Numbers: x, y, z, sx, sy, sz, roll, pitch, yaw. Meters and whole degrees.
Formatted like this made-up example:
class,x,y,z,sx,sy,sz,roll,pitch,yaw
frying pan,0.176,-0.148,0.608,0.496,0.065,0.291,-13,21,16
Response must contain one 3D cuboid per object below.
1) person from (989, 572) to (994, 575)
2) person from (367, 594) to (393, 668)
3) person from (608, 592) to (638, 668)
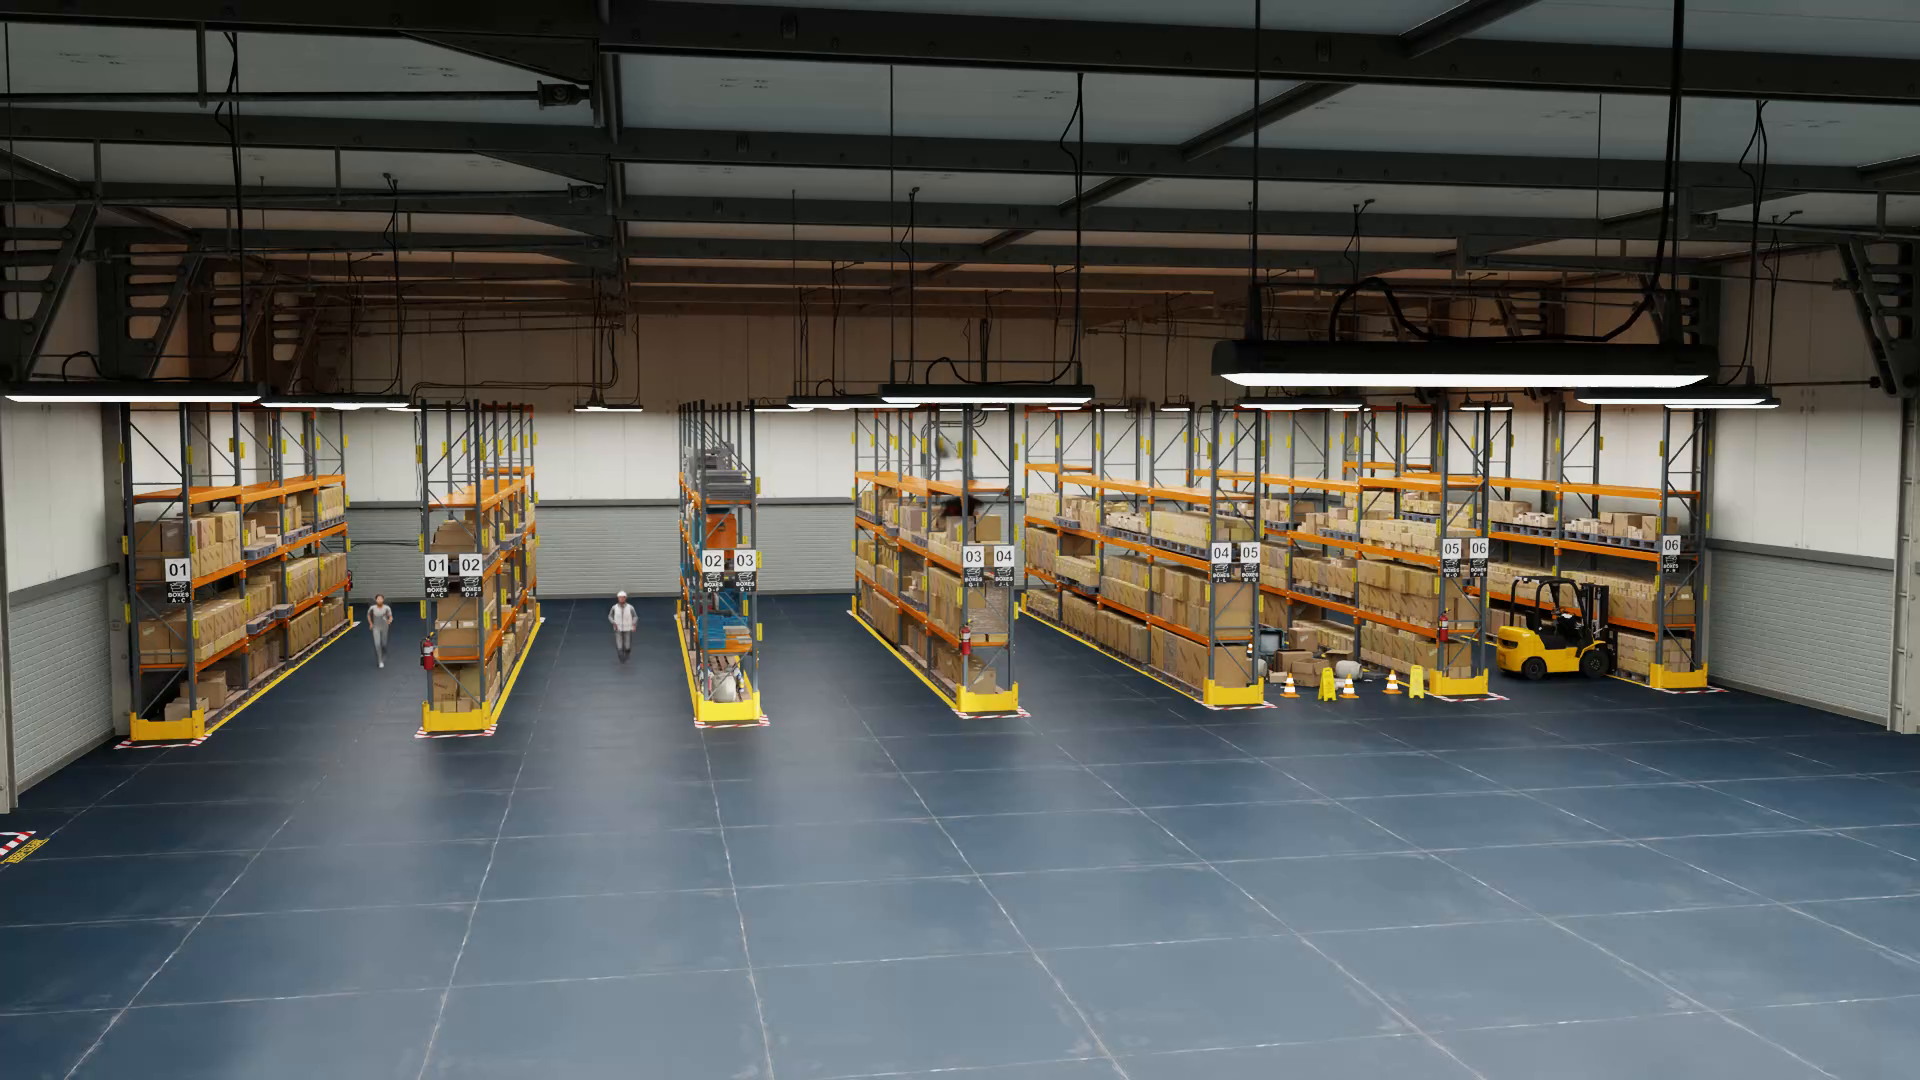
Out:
class,x,y,z,sx,sy,sz,roll,pitch,yaw
person,1.101,1.423,45.768,0.677,1.773,0.903,0,4,-1
person,-13.229,2.046,37.947,0.547,1.654,0.877,-2,5,-21
person,-7.650,2.030,37.651,0.624,1.730,0.585,-1,4,-11
